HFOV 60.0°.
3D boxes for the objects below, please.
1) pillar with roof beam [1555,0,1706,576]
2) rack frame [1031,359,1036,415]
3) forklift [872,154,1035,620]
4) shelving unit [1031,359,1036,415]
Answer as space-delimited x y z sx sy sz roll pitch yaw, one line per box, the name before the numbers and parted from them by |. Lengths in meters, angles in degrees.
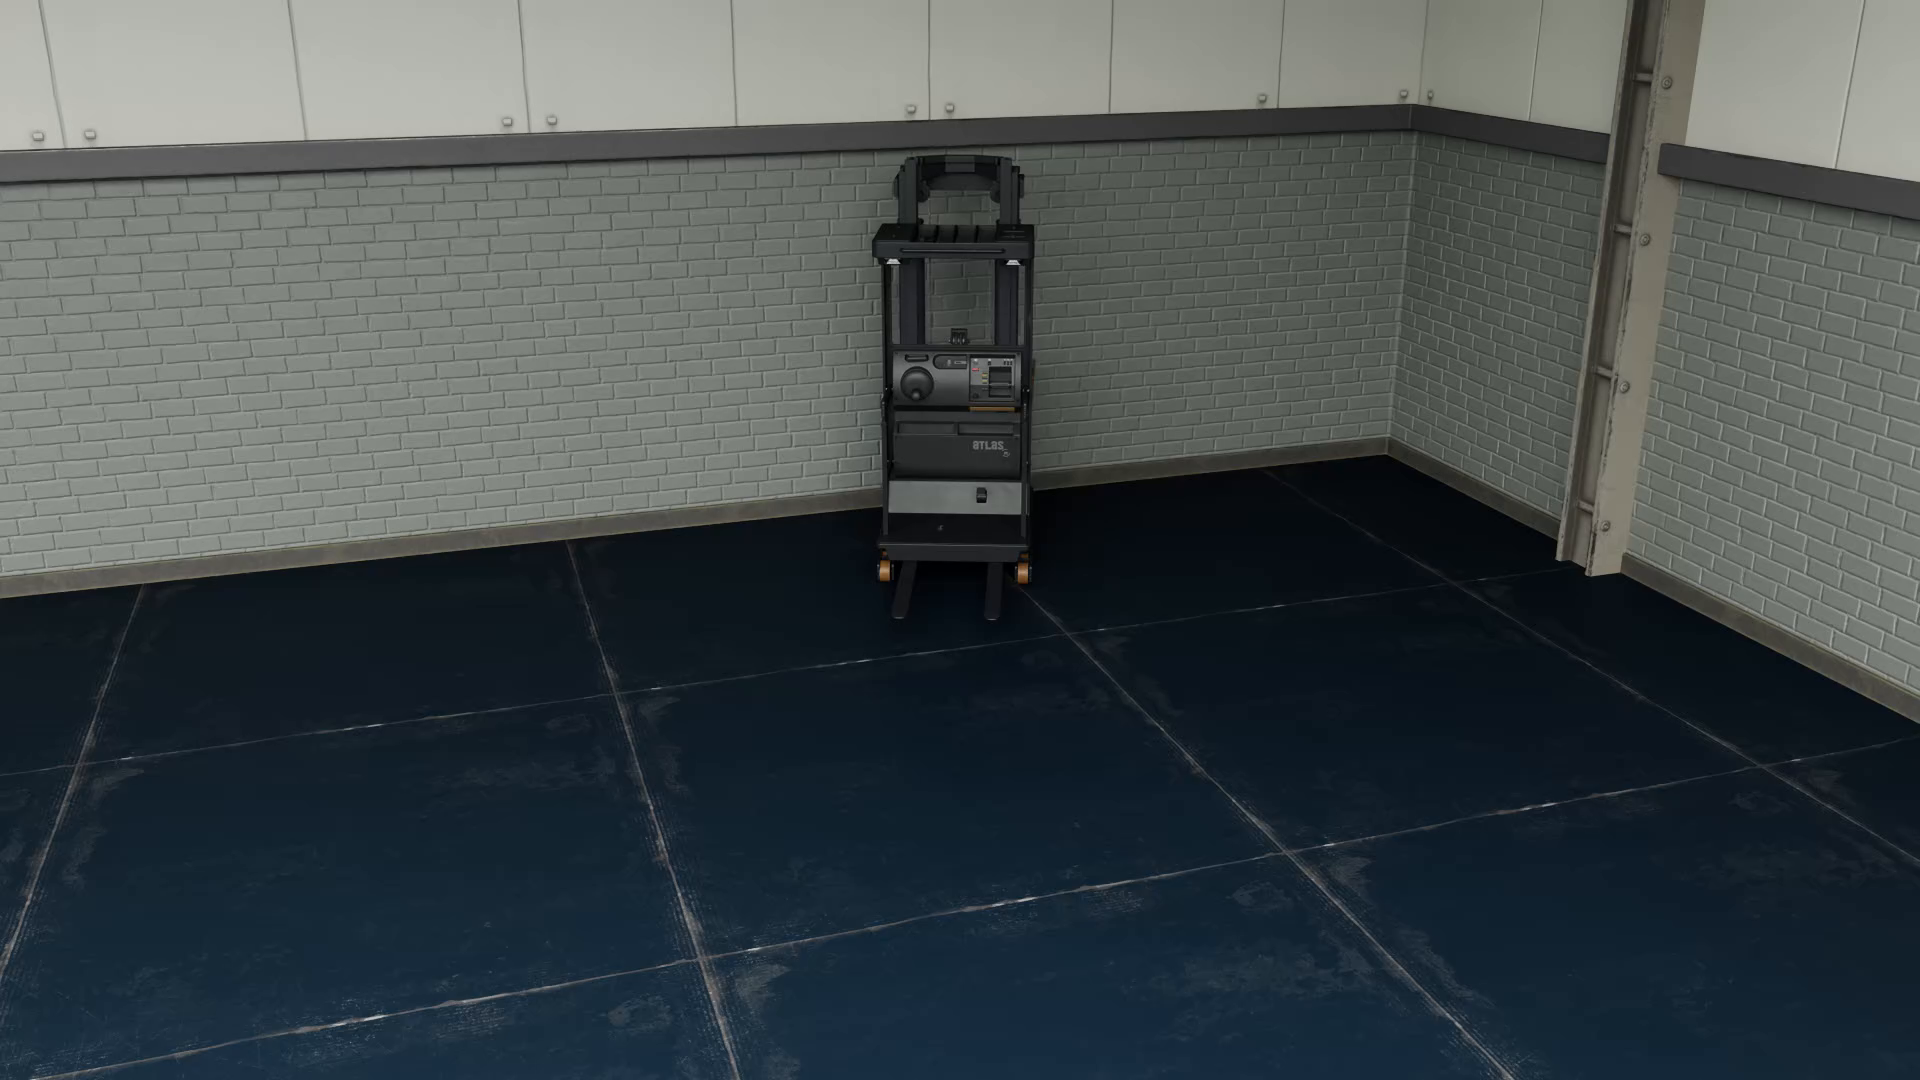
pillar with roof beam | 0.603 -3.590 9.600 9.100 9.000 0.400 -6 21 -17
rack frame | 0.531 -0.926 13.736 0.015 1.200 0.240 -3 18 -19
forklift | -0.028 -1.168 11.833 1.130 2.935 3.031 1 20 2
shelving unit | 0.301 -0.916 13.656 0.503 1.200 0.258 -3 18 -19
